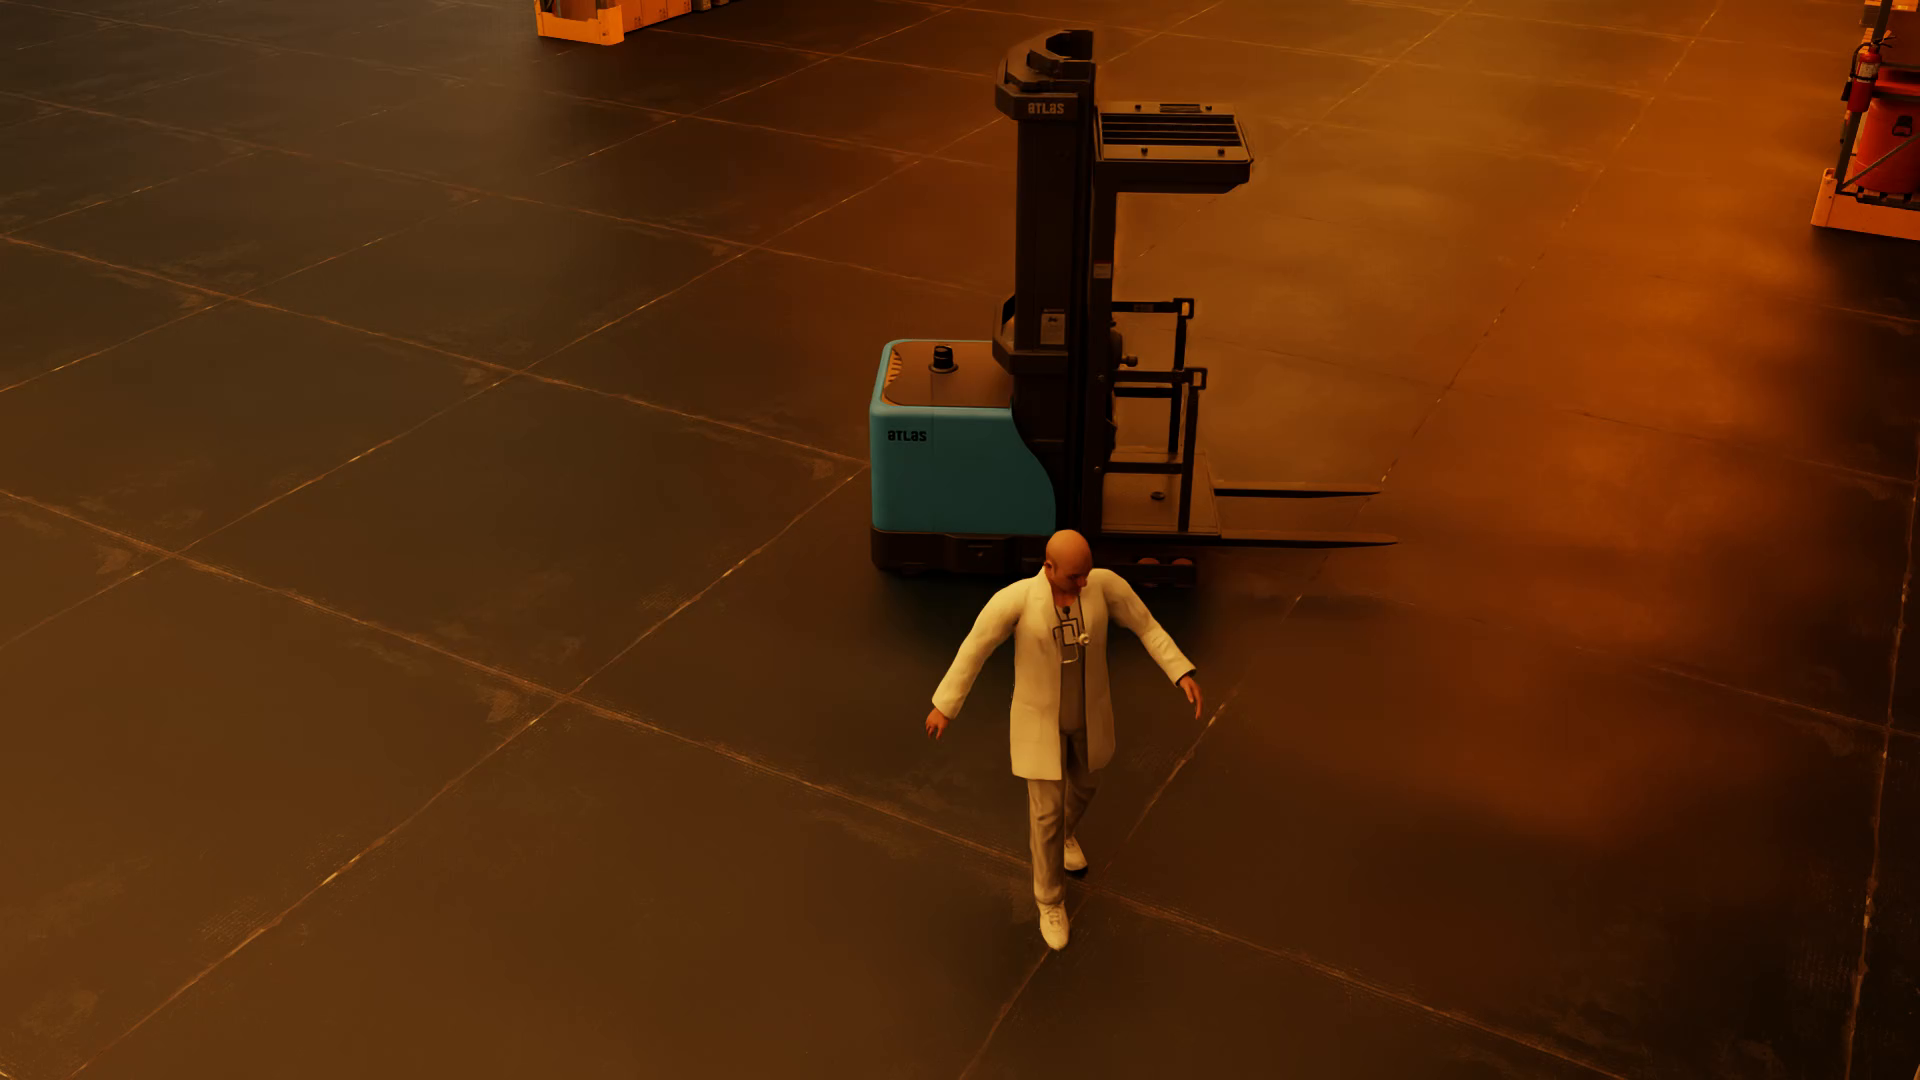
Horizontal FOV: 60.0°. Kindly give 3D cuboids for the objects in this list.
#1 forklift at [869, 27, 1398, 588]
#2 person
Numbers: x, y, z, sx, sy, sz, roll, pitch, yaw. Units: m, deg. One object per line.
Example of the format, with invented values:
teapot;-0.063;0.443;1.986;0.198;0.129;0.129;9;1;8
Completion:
forklift;1.019;-1.269;9.269;3.031;2.935;1.130;2;30;3
person;0.415;0.782;6.930;1.044;1.773;0.788;-9;31;-15
